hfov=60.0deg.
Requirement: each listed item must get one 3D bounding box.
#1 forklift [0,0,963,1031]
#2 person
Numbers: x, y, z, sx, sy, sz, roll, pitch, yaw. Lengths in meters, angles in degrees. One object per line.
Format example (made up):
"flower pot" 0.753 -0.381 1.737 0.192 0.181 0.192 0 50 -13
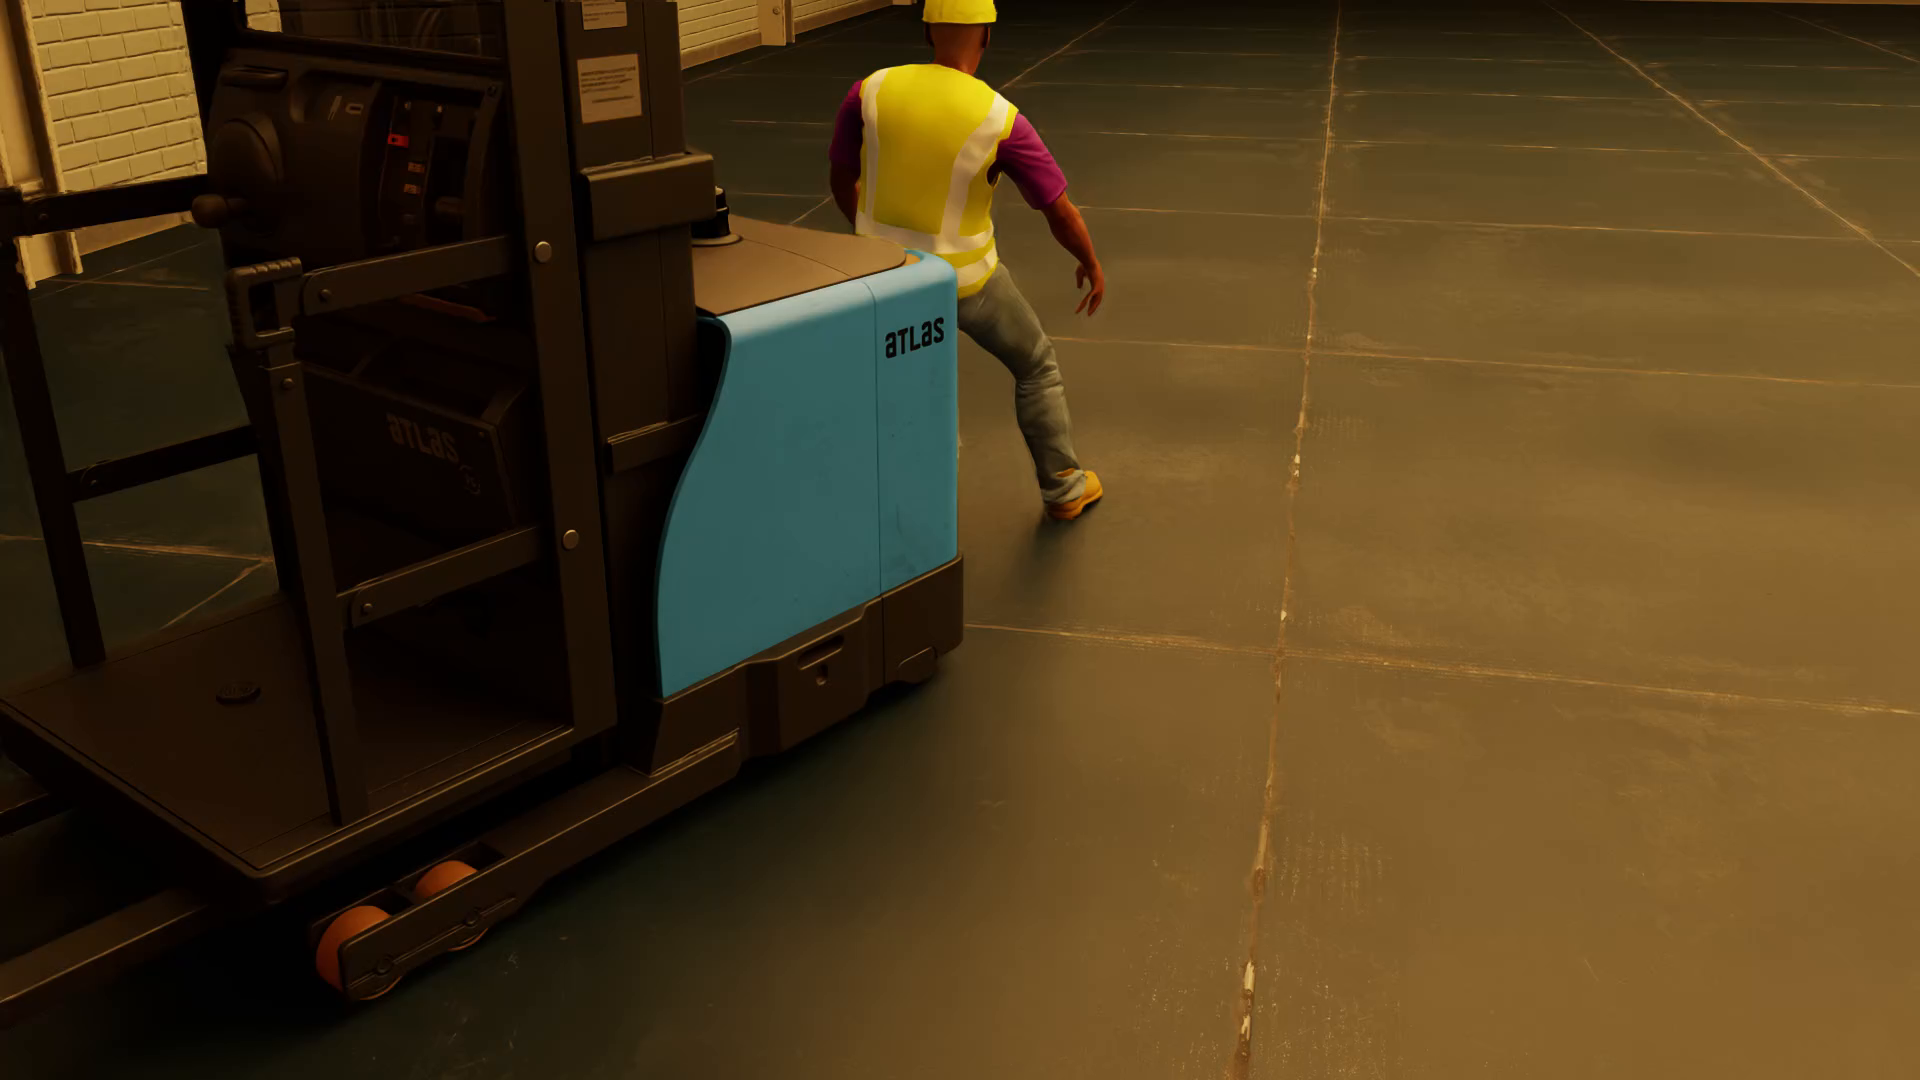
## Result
"forklift" -1.308 -0.722 3.038 1.130 2.935 3.031 17 28 36
"person" 0.037 -0.865 5.073 0.779 1.669 0.661 9 24 21
